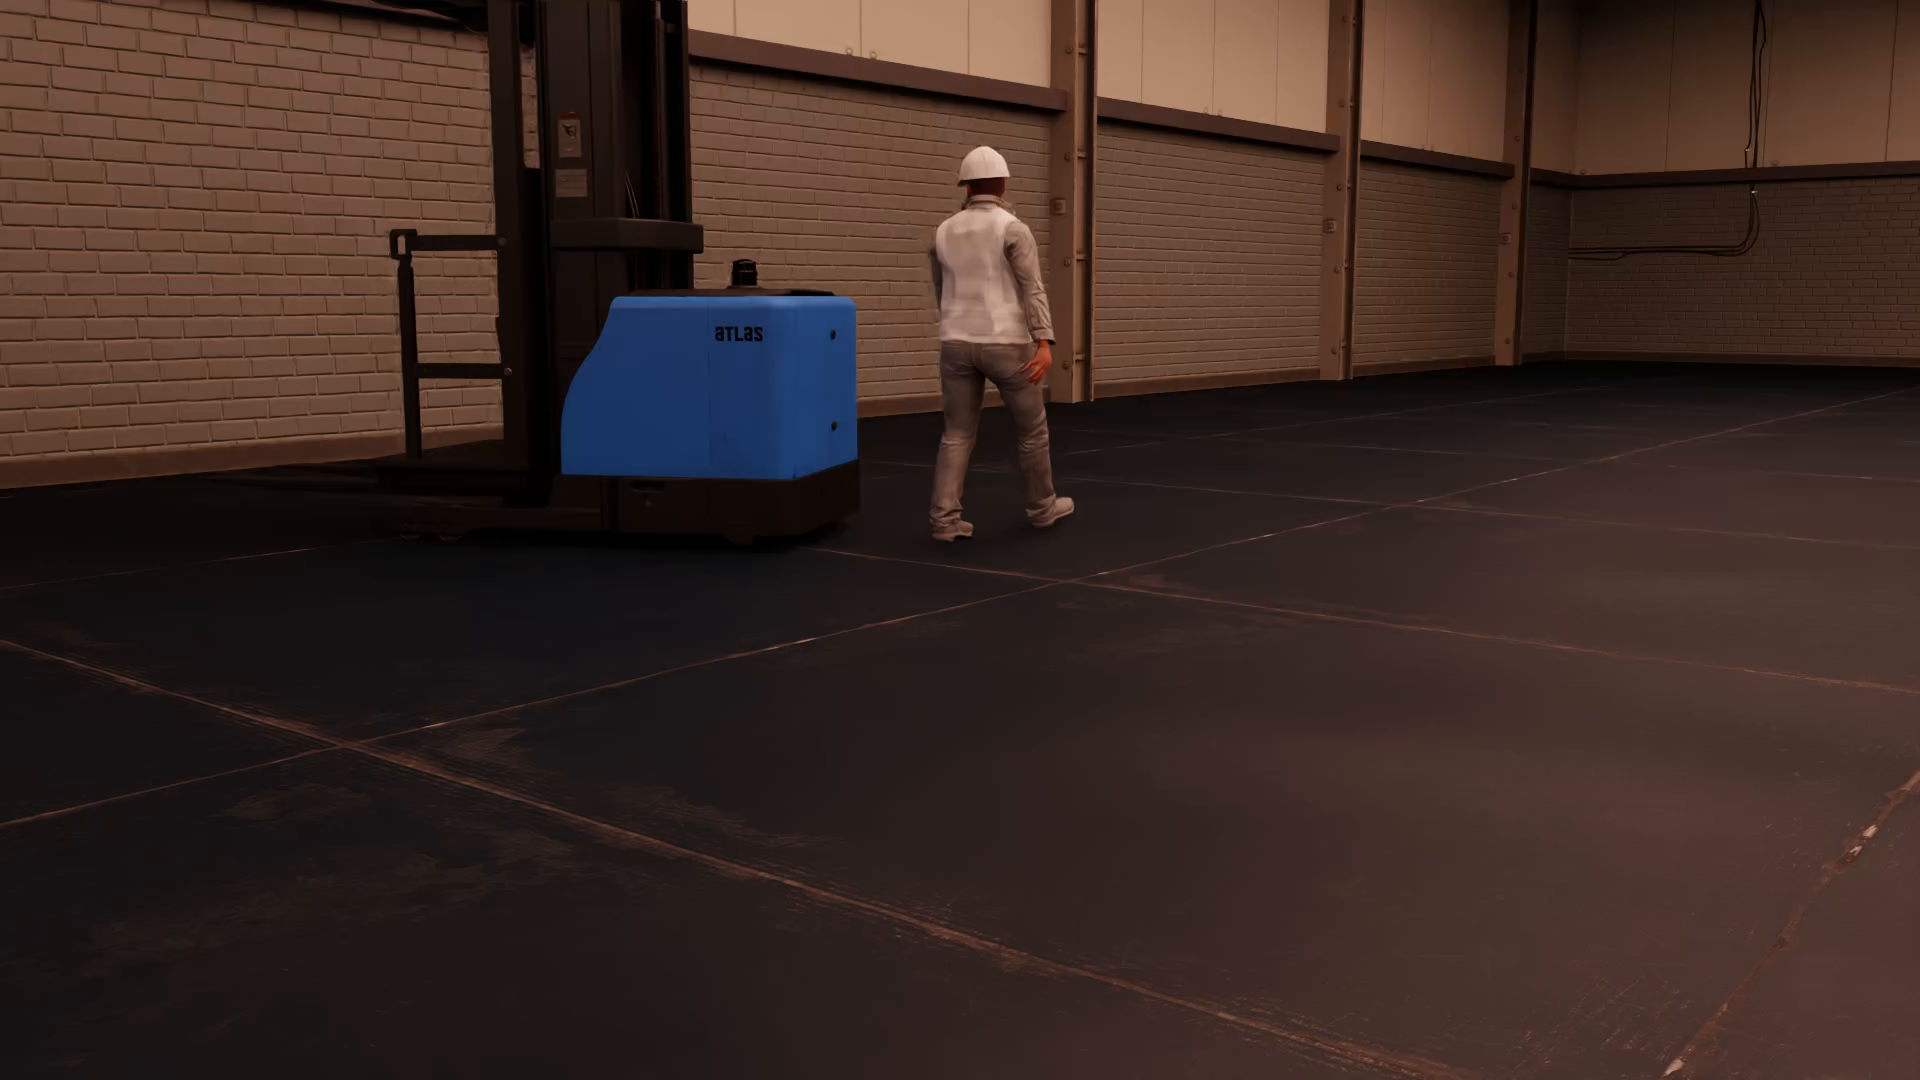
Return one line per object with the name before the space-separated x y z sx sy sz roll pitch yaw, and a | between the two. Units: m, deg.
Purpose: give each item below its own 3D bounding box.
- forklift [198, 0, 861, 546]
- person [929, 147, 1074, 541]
forklift | -2.045 -1.514 7.629 3.031 2.935 1.130 2 9 13
person | 0.199 -0.890 7.528 0.680 1.731 0.867 5 10 29
